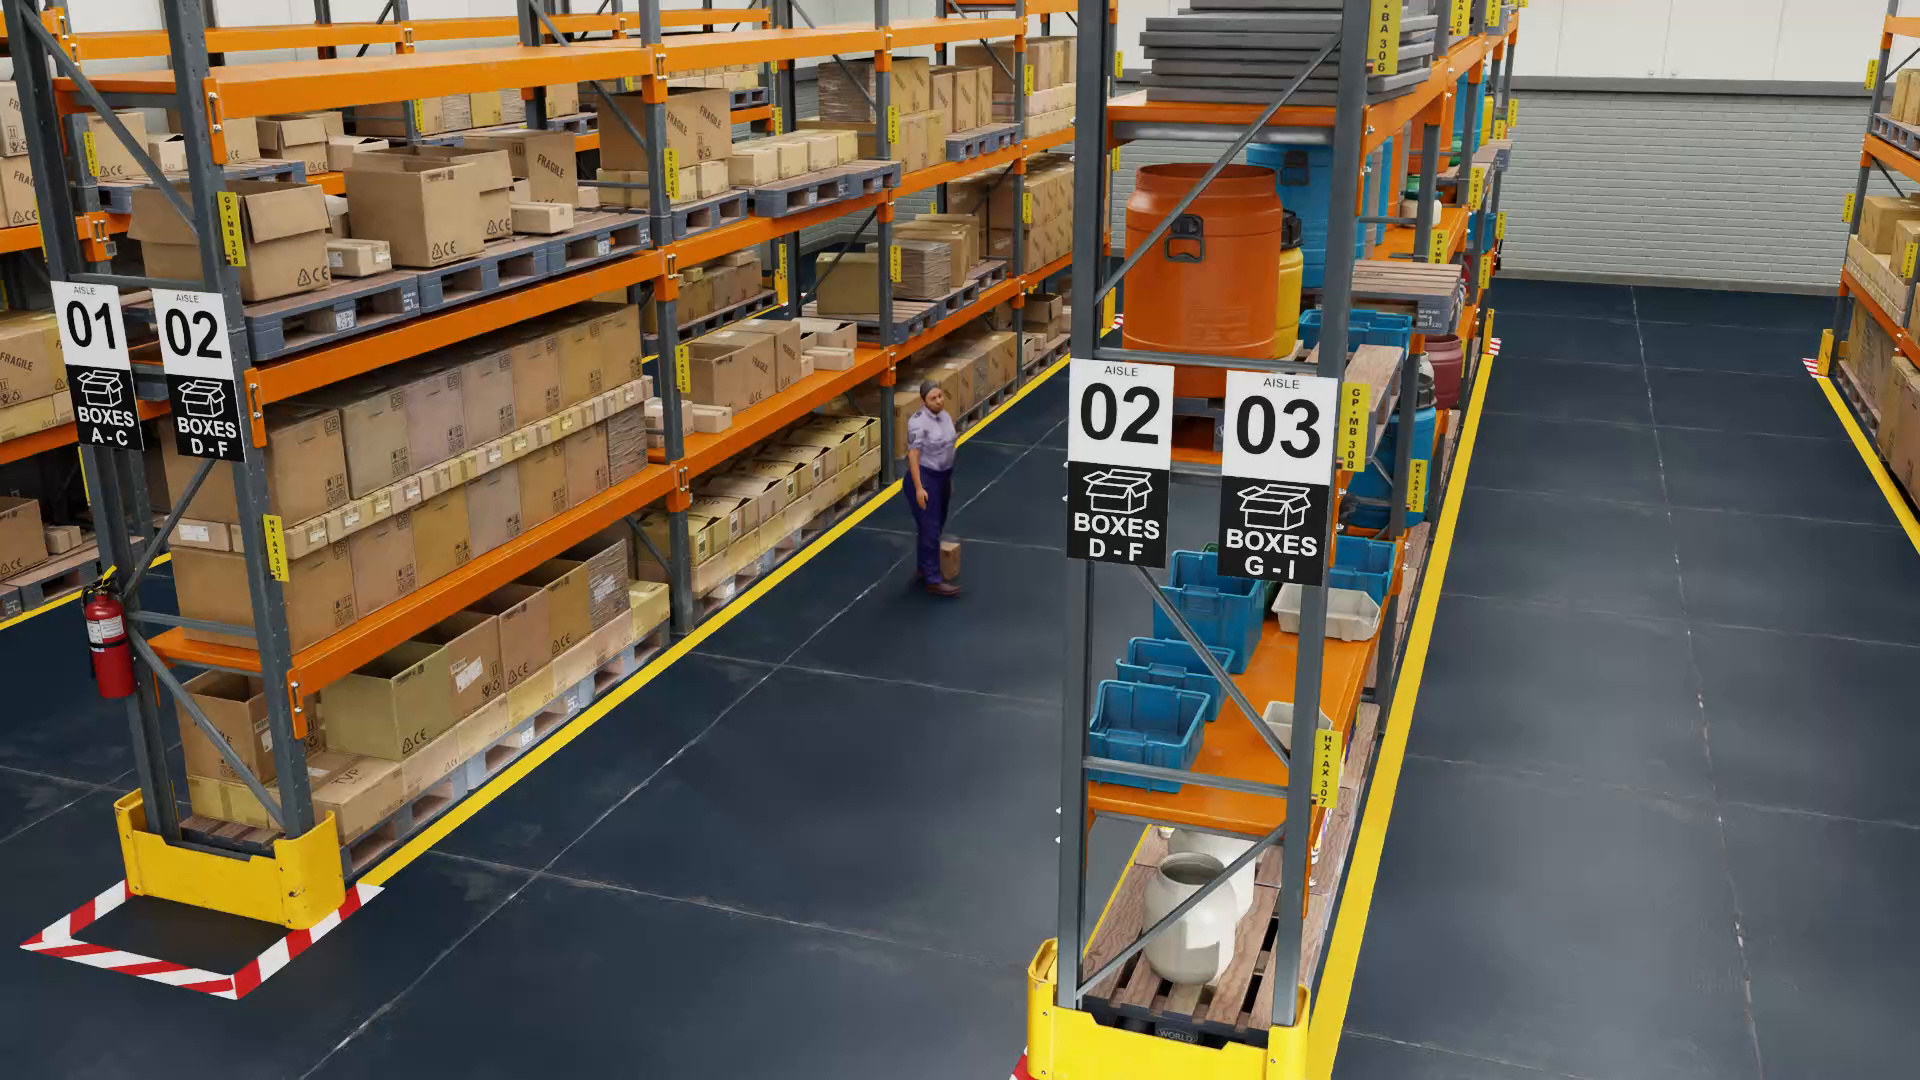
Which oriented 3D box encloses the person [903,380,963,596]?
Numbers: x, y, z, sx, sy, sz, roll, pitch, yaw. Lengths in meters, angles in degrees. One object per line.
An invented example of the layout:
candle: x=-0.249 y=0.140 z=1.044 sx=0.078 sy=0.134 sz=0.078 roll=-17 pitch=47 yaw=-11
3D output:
person: x=-0.165 y=-0.415 z=12.741 sx=0.540 sy=1.648 sz=0.580 roll=10 pitch=21 yaw=27
